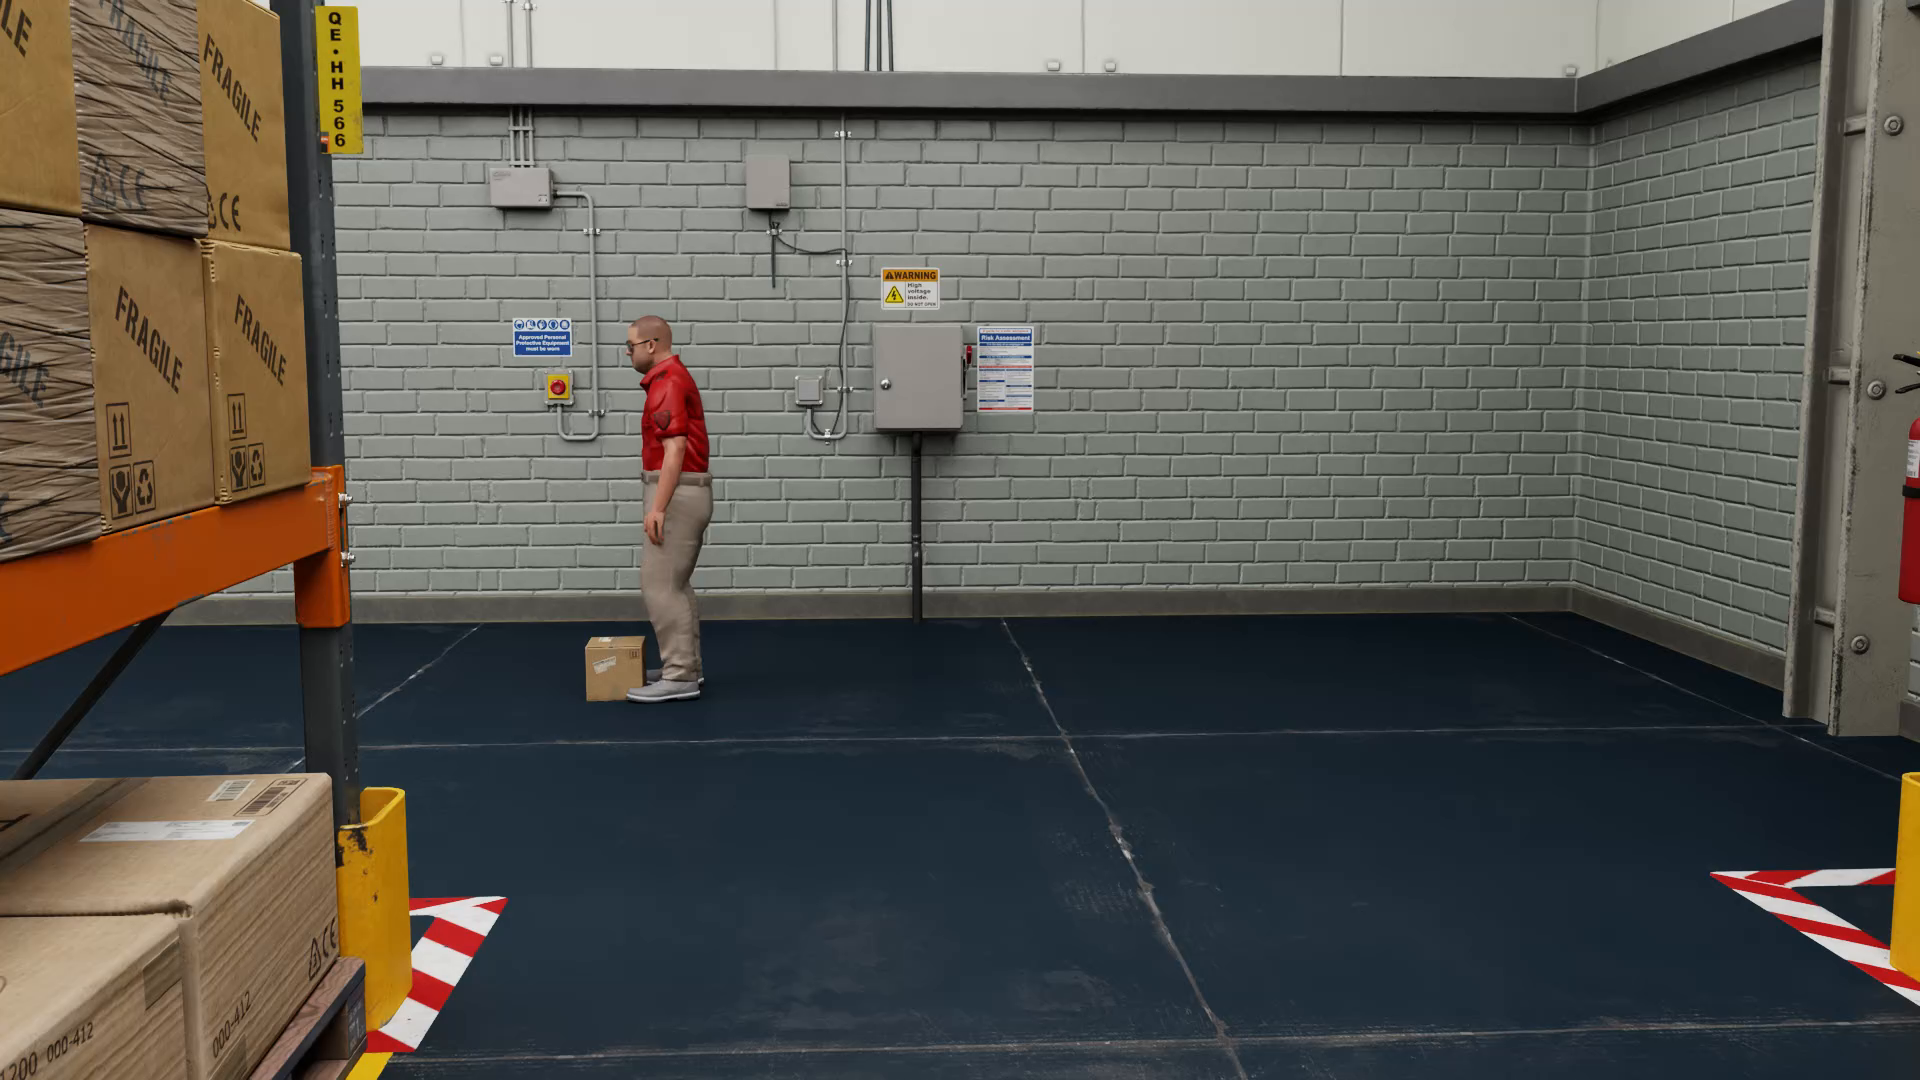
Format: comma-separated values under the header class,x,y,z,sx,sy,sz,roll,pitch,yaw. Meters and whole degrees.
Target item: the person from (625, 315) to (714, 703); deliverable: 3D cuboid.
class,x,y,z,sx,sy,sz,roll,pitch,yaw
person,-1.322,-0.150,7.558,0.389,1.726,0.587,0,7,-4
